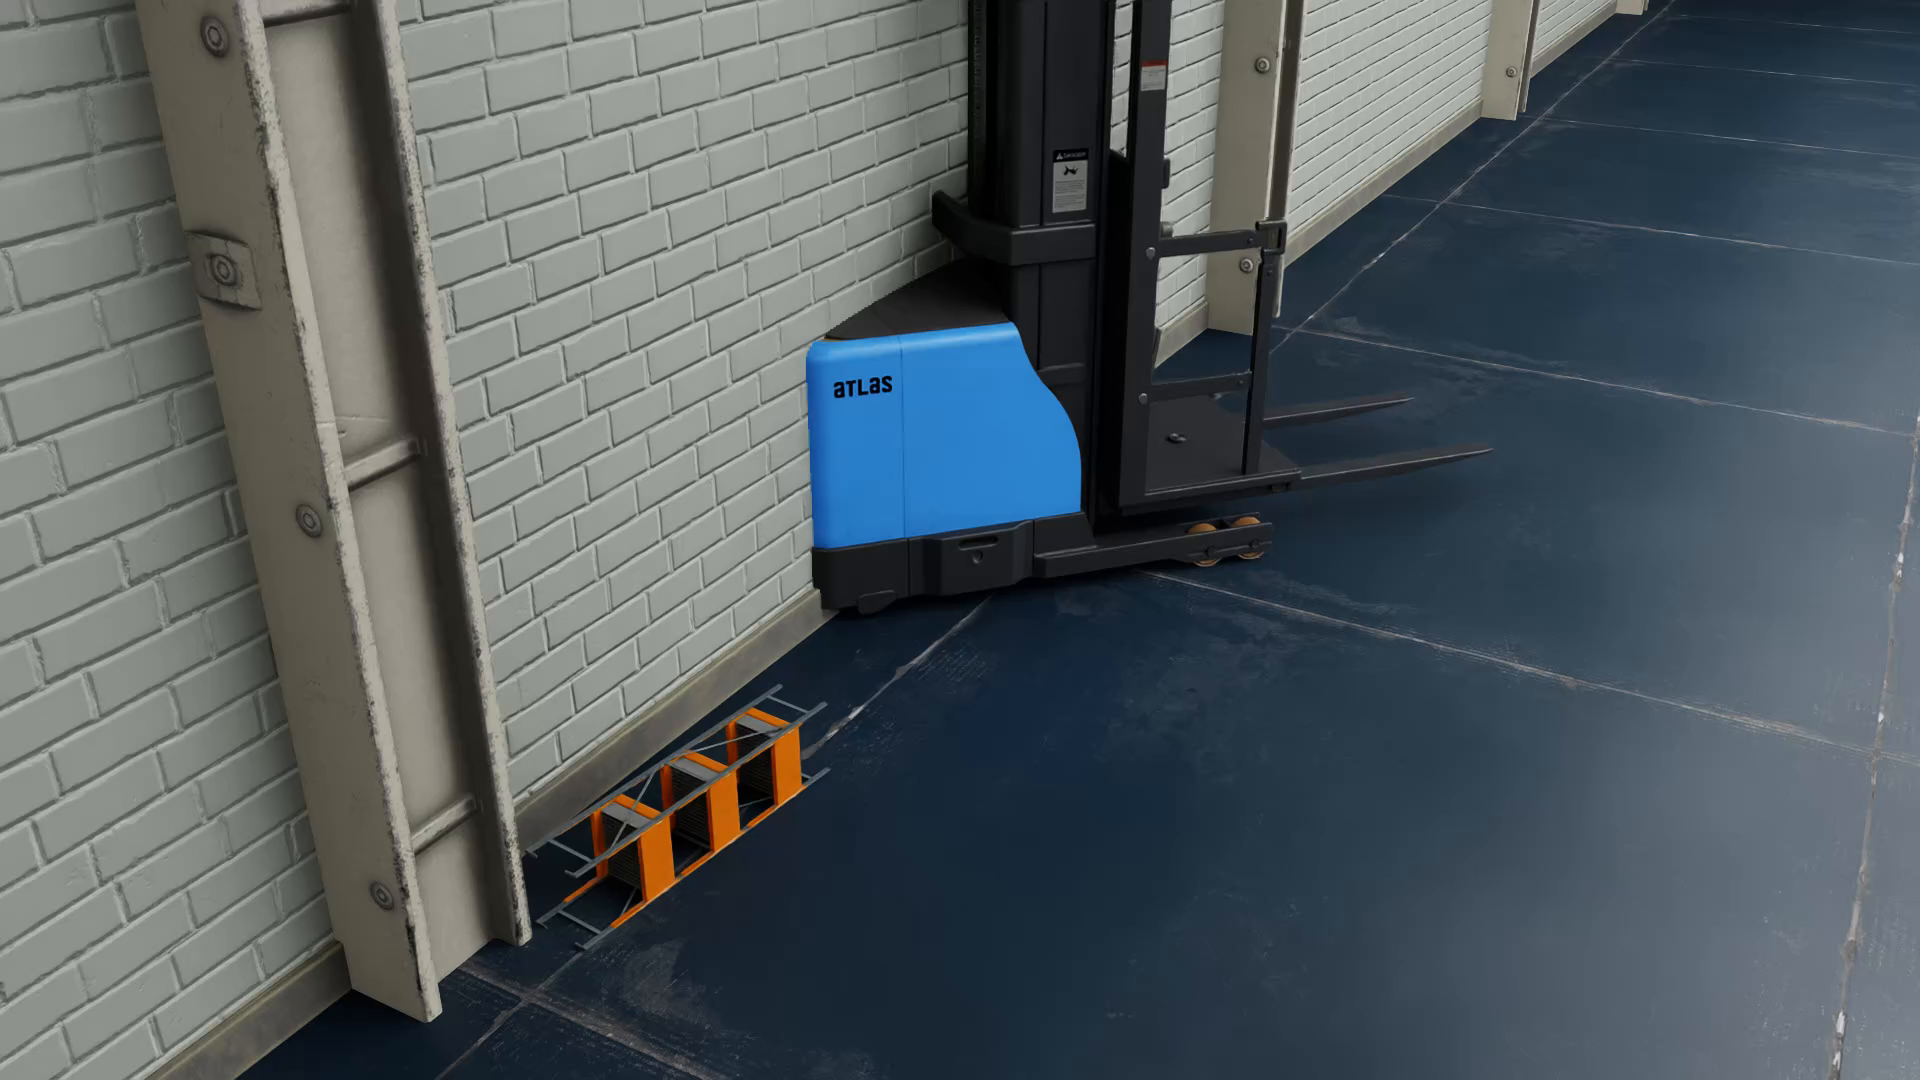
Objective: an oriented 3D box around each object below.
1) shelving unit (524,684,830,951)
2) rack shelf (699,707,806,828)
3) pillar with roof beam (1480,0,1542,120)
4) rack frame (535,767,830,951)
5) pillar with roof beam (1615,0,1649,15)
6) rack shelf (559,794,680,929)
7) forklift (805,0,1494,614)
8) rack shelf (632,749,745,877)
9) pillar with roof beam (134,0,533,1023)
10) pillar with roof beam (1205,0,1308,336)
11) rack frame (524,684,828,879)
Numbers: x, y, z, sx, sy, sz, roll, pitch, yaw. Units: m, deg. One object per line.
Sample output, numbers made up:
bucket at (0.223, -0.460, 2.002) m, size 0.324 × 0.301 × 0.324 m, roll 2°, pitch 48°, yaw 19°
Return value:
shelving unit at (-0.796, 0.786, 4.892) m, size 0.215 × 0.252 × 1.050 m, roll 18°, pitch 31°, yaw 31°
rack shelf at (-0.638, 0.686, 5.091) m, size 0.215 × 0.240 × 0.259 m, roll 18°, pitch 31°, yaw 31°
pillar with roof beam at (8.248, -6.622, 9.925) m, size 9.100 × 9.000 × 0.400 m, roll 14°, pitch 30°, yaw 26°
rack frame at (-0.796, 0.895, 4.946) m, size 0.200 × 0.008 × 1.050 m, roll 18°, pitch 31°, yaw 31°
pillar with roof beam at (11.200, -8.960, 14.596) m, size 9.100 × 9.000 × 0.400 m, roll 14°, pitch 30°, yaw 26°
rack shelf at (-0.962, 0.891, 4.681) m, size 0.215 × 0.240 × 0.259 m, roll 18°, pitch 31°, yaw 31°
forklift at (0.717, -1.420, 6.312) m, size 3.031 × 2.935 × 1.130 m, roll -9°, pitch 28°, yaw -17°
rack shelf at (-0.802, 0.790, 4.884) m, size 0.215 × 0.240 × 0.259 m, roll 18°, pitch 31°, yaw 31°
pillar with roof beam at (2.345, -1.945, 0.583) m, size 9.100 × 9.000 × 0.400 m, roll 14°, pitch 30°, yaw 26°
pillar with roof beam at (5.296, -4.283, 5.254) m, size 9.100 × 9.000 × 0.400 m, roll 14°, pitch 30°, yaw 26°
rack frame at (-0.796, 0.677, 4.837) m, size 0.200 × 0.008 × 1.050 m, roll 18°, pitch 31°, yaw 31°
